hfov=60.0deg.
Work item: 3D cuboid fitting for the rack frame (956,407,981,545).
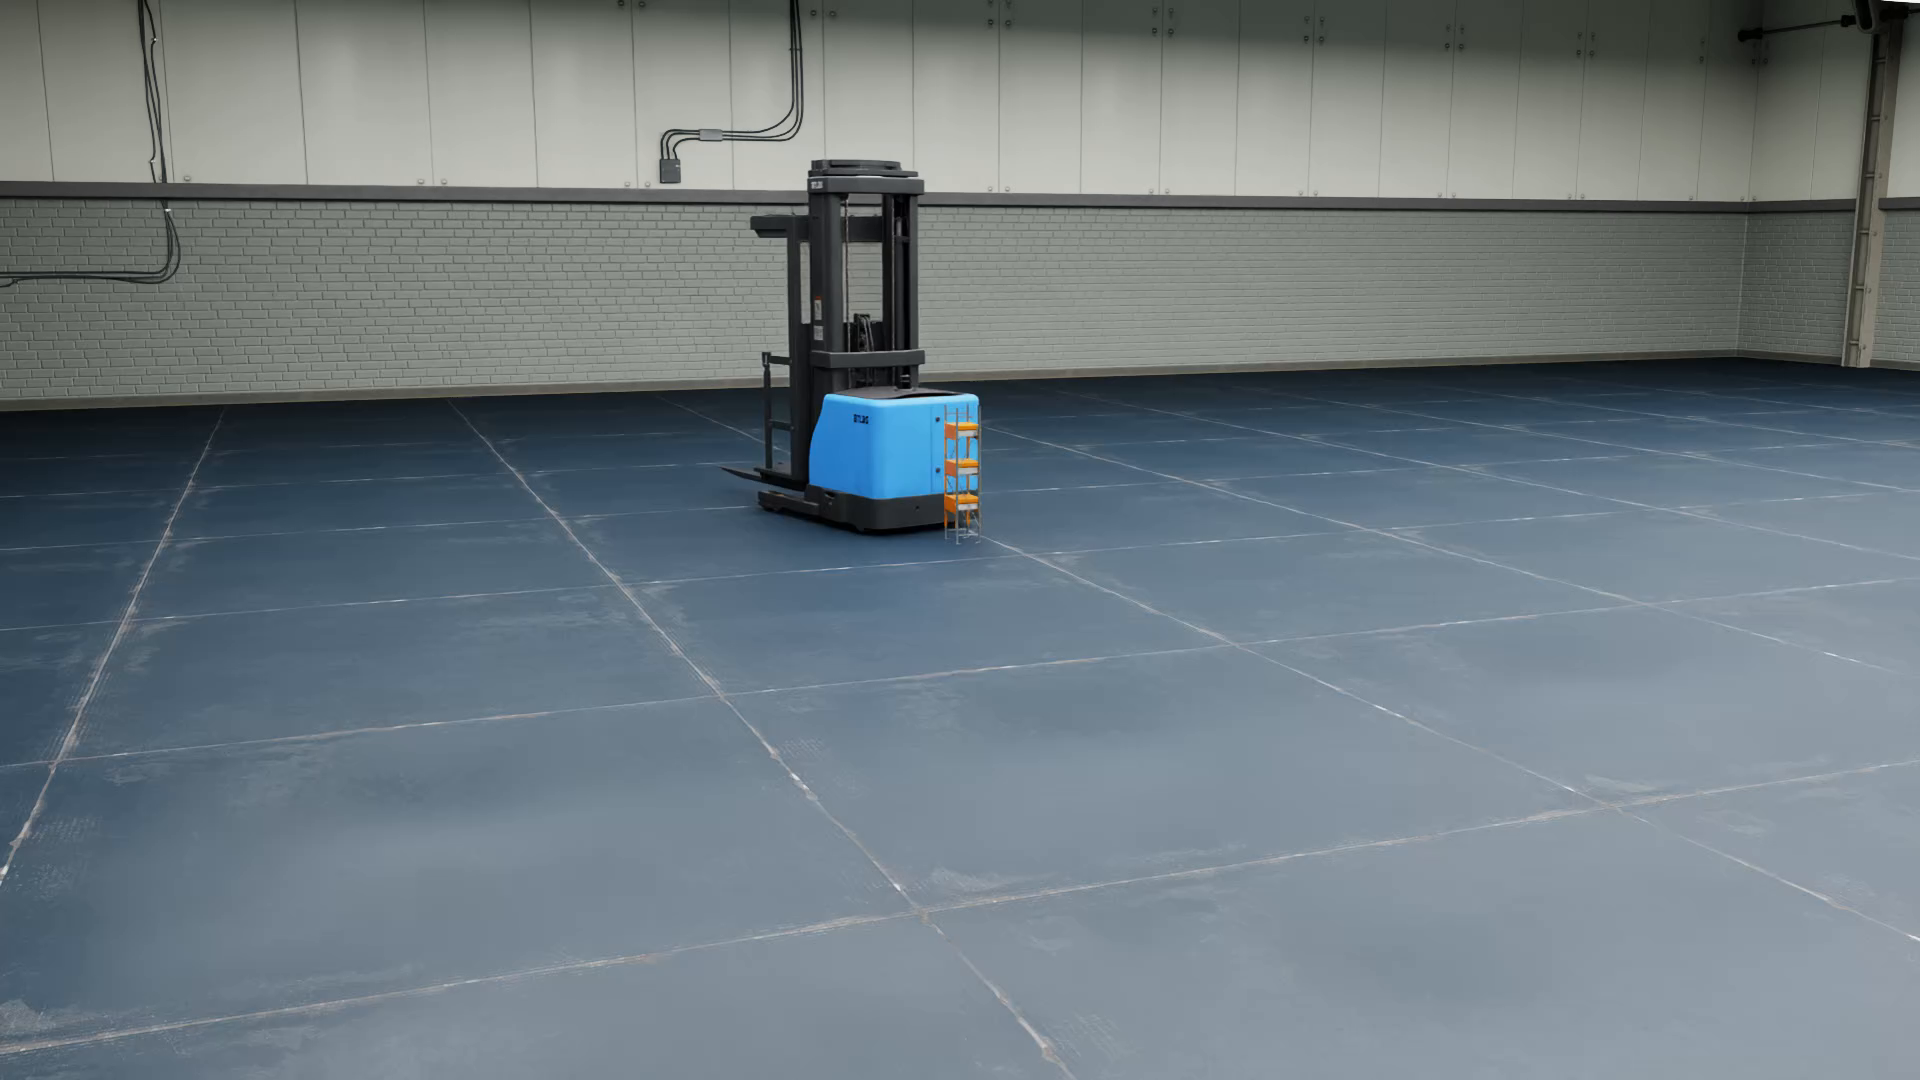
[{"bbox_3d":[0.064,-0.488,12.667,0.200,1.050,0.008,-4,11,-21],"label":"rack frame"}]

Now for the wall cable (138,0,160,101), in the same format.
[{"bbox_3d":[-9.855,-7.381,23.163,3.097,2.526,0.112,-4,11,-21],"label":"wall cable"}]

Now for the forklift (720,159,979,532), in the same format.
[{"bbox_3d":[-1.087,-1.715,14.194,1.130,2.935,3.031,-7,12,-34],"label":"forklift"}]

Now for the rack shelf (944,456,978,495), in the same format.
[{"bbox_3d":[0.019,-0.498,12.781,0.215,0.259,0.240,-4,11,-21],"label":"rack shelf"}]

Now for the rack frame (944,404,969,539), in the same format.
[{"bbox_3d":[-0.025,-0.528,12.891,0.200,1.050,0.008,-4,11,-21],"label":"rack frame"}]

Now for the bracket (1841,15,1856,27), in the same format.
[{"bbox_3d":[16.337,-9.503,30.370,0.235,0.232,0.430,-4,11,-21],"label":"bracket"}]

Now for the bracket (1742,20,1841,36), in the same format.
[{"bbox_3d":[15.692,-9.793,32.003,0.076,0.066,3.189,-4,11,-21],"label":"bracket"}]

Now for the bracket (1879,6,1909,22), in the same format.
[{"bbox_3d":[16.638,-9.367,29.608,0.235,0.232,0.430,-4,11,-21],"label":"bracket"}]

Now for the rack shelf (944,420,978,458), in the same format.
[{"bbox_3d":[0.019,-0.777,12.731,0.215,0.259,0.240,-4,11,-21],"label":"rack shelf"}]

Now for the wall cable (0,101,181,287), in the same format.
[{"bbox_3d":[-12.376,-4.722,22.640,3.097,2.526,0.112,-4,11,-21],"label":"wall cable"}]

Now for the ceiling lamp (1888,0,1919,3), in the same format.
[{"bbox_3d":[13.595,-9.634,24.601,2.000,3.144,0.800,-4,11,-21],"label":"ceiling lamp"}]

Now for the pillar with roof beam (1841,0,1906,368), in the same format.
[{"bbox_3d":[12.806,-7.412,28.895,9.100,9.000,0.548,-4,11,-21],"label":"pillar with roof beam"}]

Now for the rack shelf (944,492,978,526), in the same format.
[{"bbox_3d":[0.019,-0.224,12.830,0.215,0.259,0.240,-4,11,-21],"label":"rack shelf"}]

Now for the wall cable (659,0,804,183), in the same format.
[{"bbox_3d":[-3.522,-8.525,25.443,2.305,6.003,0.169,-4,11,-21],"label":"wall cable"}]

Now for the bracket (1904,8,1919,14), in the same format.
[{"bbox_3d":[17.571,-8.947,27.244,0.076,0.066,4.783,-4,11,-21],"label":"bracket"}]

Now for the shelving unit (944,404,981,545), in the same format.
[{"bbox_3d":[0.019,-0.508,12.779,0.215,1.050,0.252,-4,11,-21],"label":"shelving unit"}]

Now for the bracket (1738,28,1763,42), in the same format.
[{"bbox_3d":[15.478,-9.890,32.545,0.235,0.232,0.430,-4,11,-21],"label":"bracket"}]
